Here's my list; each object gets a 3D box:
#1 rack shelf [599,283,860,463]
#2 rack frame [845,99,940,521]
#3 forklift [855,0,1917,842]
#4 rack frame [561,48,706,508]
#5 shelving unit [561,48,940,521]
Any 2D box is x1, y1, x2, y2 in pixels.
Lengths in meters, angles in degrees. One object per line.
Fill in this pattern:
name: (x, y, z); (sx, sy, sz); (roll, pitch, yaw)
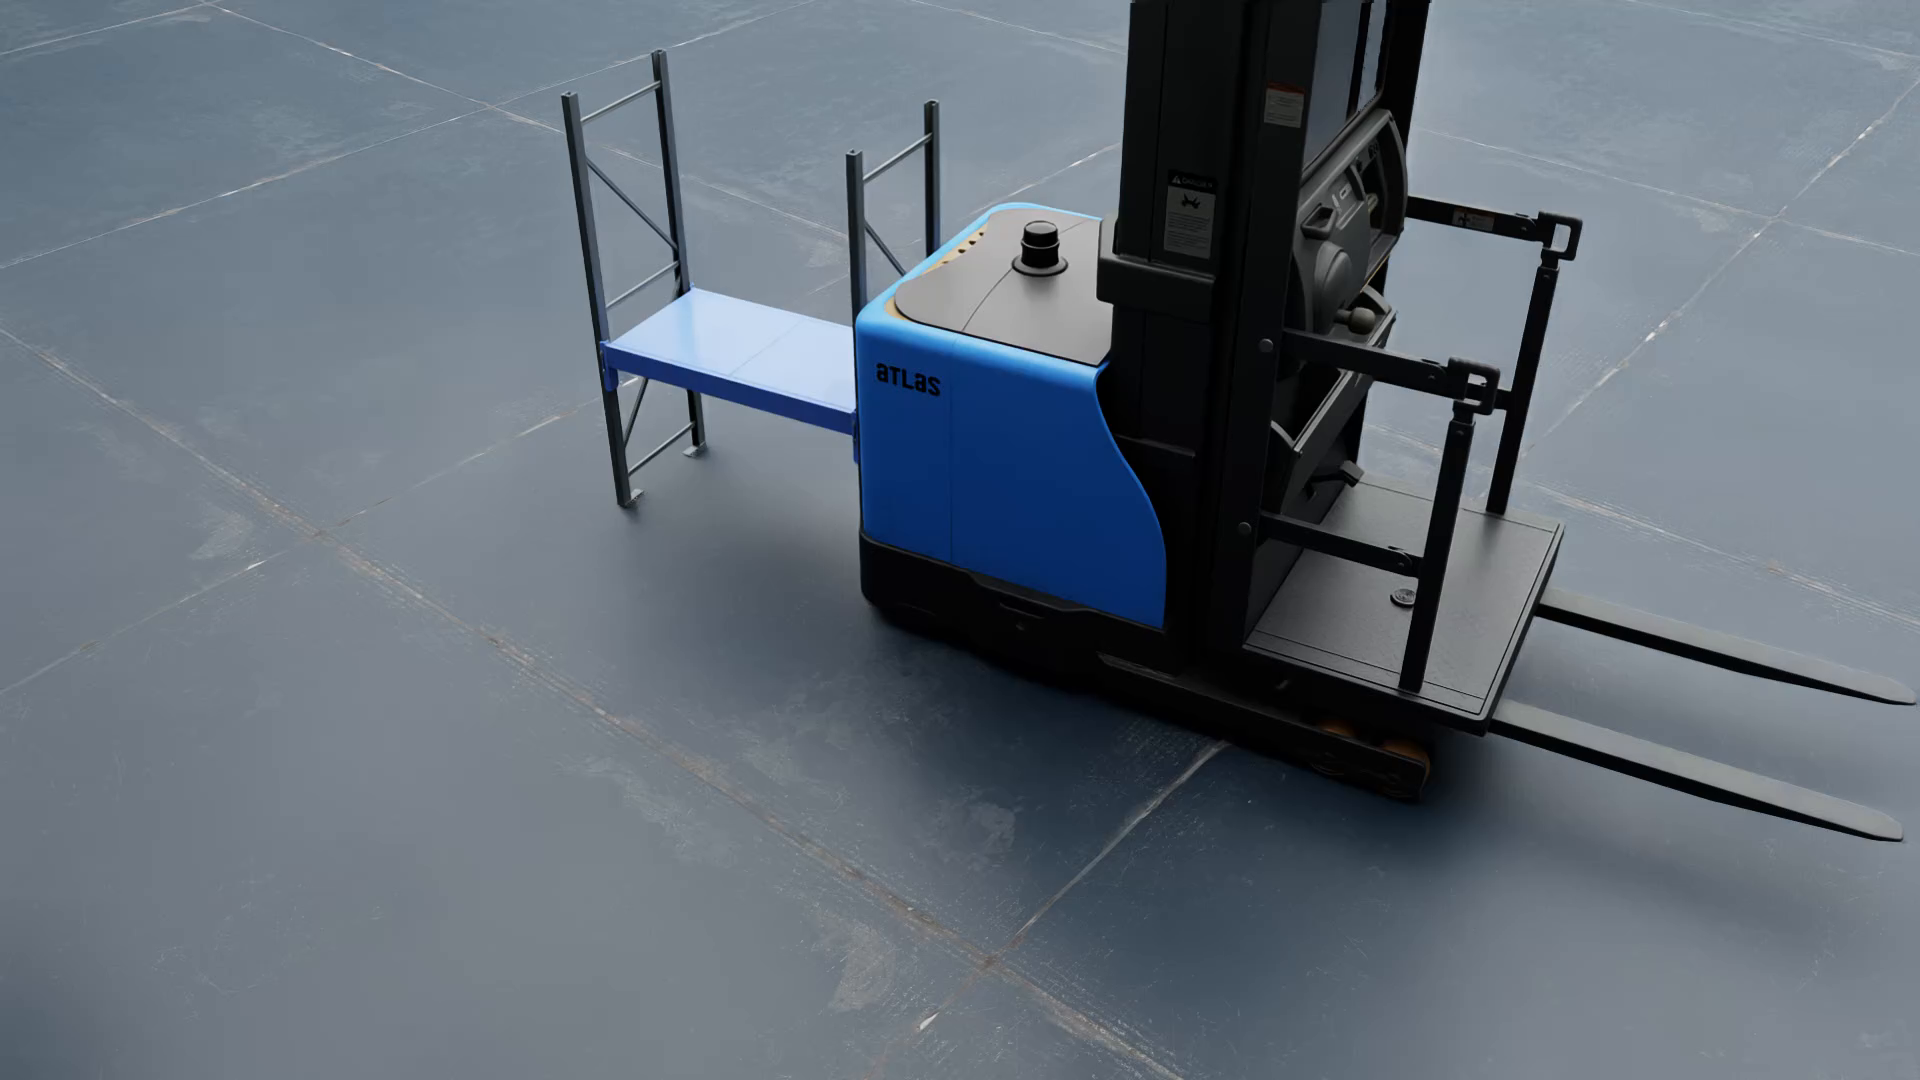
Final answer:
rack shelf: (-0.641, -0.579, 5.586); (1.000, 0.185, 0.538); (17, 38, 23)
rack frame: (-0.193, -0.592, 5.287); (0.032, 1.500, 0.500); (17, 38, 23)
forklift: (1.224, -0.827, 4.365); (3.031, 2.935, 1.130); (17, 38, 23)
rack frame: (-1.090, -0.863, 5.681); (0.032, 1.500, 0.500); (17, 38, 23)
shelving unit: (-0.641, -0.727, 5.484); (1.048, 1.500, 0.538); (17, 38, 23)
